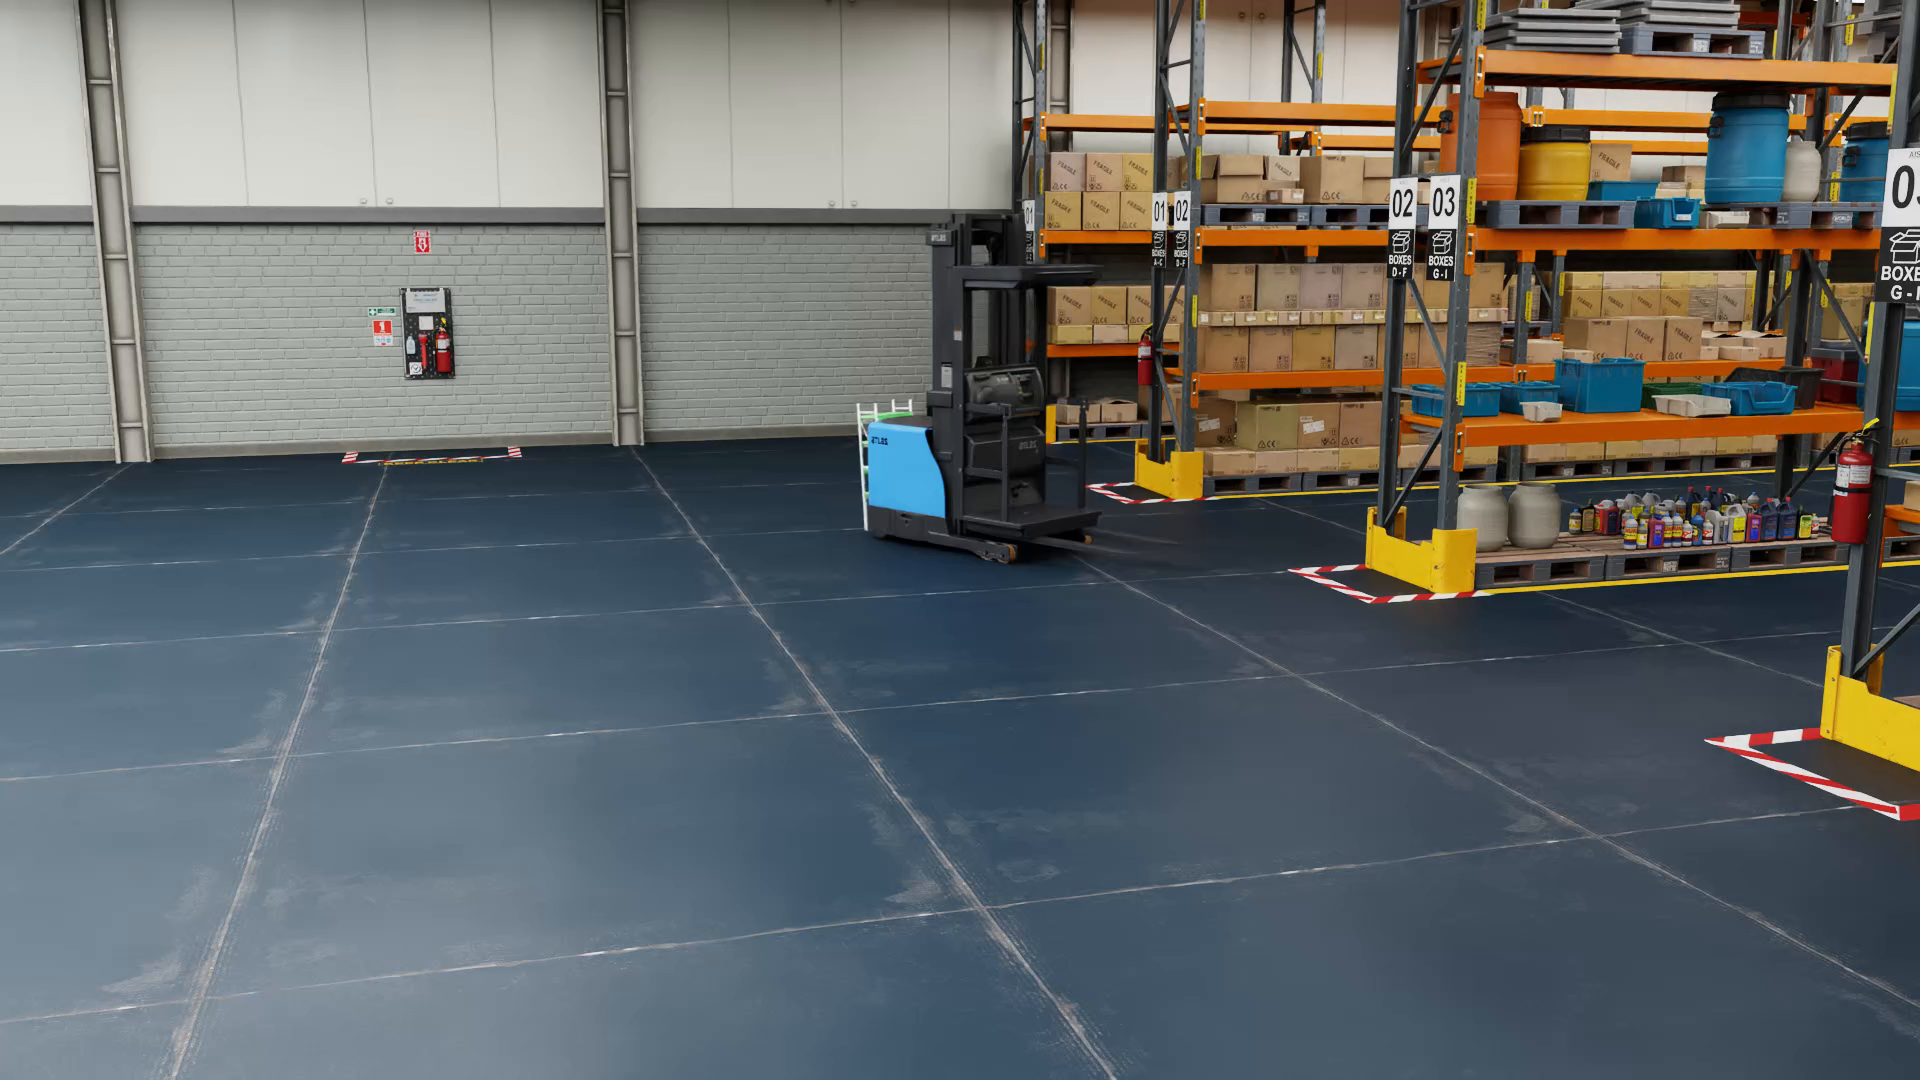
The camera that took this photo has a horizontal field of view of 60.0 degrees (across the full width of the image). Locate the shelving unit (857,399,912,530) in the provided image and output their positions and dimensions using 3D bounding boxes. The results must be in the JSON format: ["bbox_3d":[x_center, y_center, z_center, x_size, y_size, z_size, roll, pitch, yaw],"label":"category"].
[{"bbox_3d":[-0.681,-0.715,15.775,0.258,1.200,0.503,4,10,40],"label":"shelving unit"}]

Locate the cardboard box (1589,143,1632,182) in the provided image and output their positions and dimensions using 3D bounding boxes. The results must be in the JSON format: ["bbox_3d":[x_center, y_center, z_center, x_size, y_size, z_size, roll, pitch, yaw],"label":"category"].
[{"bbox_3d":[7.275,-4.250,18.947,0.500,0.500,0.500,-2,11,-10],"label":"cardboard box"}]

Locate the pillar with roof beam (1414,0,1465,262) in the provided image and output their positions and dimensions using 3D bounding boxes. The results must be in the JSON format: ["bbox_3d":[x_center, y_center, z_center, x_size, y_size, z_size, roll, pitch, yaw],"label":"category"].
[{"bbox_3d":[8.297,-5.566,20.627,0.548,9.000,9.100,-3,11,-16],"label":"pillar with roof beam"}]

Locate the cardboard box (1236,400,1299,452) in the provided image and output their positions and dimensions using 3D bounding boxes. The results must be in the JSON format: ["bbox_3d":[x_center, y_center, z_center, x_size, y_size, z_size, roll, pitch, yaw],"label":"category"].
[{"bbox_3d":[3.347,-1.250,18.120,0.500,0.500,0.500,-3,11,-16],"label":"cardboard box"}]

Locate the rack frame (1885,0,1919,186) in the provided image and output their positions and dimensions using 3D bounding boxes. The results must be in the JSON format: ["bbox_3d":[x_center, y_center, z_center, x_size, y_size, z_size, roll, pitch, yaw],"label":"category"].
[{"bbox_3d":[5.056,-3.241,8.002,0.127,3.000,1.000,-3,11,-16],"label":"rack frame"}]

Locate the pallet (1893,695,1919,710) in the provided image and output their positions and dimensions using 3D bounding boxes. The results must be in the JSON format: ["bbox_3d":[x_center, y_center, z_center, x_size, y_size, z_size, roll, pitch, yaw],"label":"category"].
[{"bbox_3d":[5.919,1.042,9.008,1.213,0.211,1.003,-3,11,-16],"label":"pallet"}]

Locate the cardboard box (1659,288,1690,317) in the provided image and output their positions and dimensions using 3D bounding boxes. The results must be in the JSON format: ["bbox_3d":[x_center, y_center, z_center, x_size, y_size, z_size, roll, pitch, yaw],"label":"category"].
[{"bbox_3d":[10.602,-3.542,25.051,0.500,0.500,0.500,-3,11,-14],"label":"cardboard box"}]

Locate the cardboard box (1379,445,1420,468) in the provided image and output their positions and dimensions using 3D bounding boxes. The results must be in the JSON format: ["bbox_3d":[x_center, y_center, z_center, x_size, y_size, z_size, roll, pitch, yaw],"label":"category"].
[{"bbox_3d":[4.788,-0.957,18.598,0.500,0.250,0.500,-3,11,-16],"label":"cardboard box"}]

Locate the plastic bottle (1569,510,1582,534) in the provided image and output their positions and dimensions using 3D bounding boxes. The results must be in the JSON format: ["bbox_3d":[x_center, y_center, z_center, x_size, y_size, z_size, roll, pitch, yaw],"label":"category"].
[{"bbox_3d":[5.312,-0.161,14.354,0.097,0.201,0.097,0,10,0],"label":"plastic bottle"}]

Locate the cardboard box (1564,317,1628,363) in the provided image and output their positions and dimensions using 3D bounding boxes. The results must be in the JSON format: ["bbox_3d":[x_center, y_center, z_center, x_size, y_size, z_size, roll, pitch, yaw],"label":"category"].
[{"bbox_3d":[7.379,-2.327,19.331,0.500,0.500,0.500,-2,11,-12],"label":"cardboard box"}]

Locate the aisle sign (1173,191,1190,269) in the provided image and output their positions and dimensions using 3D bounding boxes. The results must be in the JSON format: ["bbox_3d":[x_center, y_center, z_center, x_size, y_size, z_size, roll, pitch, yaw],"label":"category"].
[{"bbox_3d":[2.313,-3.235,17.358,0.004,0.787,0.394,-3,11,-16],"label":"aisle sign"}]

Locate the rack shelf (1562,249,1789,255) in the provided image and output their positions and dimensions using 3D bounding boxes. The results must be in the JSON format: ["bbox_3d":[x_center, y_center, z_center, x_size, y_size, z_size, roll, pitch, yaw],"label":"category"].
[{"bbox_3d":[10.504,-4.502,25.119,4.000,0.370,1.077,-3,11,-16],"label":"rack shelf"}]

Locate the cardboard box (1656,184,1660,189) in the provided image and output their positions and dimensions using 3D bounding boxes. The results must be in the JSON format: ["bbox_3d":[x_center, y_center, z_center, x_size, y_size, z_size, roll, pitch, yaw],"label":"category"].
[{"bbox_3d":[10.062,-5.116,24.978,0.500,0.500,0.700,-2,11,-13],"label":"cardboard box"}]

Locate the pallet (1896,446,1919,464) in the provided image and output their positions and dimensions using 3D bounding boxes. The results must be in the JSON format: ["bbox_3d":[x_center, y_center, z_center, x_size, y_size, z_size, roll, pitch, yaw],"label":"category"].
[{"bbox_3d":[11.868,-1.139,20.853,1.213,0.211,1.003,-3,11,-16],"label":"pallet"}]

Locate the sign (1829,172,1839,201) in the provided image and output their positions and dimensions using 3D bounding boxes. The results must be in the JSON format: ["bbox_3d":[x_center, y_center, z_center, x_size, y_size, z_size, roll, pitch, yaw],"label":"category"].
[{"bbox_3d":[10.119,-4.089,19.248,0.005,0.325,0.100,-3,11,-16],"label":"sign"}]

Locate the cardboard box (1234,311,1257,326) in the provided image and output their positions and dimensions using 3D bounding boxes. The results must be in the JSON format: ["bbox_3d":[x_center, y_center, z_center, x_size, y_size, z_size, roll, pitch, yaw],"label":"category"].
[{"bbox_3d":[2.980,-2.378,17.812,0.250,0.149,0.380,-3,11,-17],"label":"cardboard box"}]

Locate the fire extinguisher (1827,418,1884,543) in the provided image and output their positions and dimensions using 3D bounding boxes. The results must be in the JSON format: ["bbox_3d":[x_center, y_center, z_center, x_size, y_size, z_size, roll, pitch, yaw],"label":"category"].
[{"bbox_3d":[4.817,-0.327,8.956,0.183,0.674,0.296,-3,11,-16],"label":"fire extinguisher"}]

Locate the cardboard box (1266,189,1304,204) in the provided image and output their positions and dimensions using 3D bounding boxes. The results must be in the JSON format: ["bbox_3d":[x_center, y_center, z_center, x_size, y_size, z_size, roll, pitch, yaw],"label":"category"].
[{"bbox_3d":[3.470,-3.669,17.758,0.250,0.149,0.380,-3,11,-16],"label":"cardboard box"}]

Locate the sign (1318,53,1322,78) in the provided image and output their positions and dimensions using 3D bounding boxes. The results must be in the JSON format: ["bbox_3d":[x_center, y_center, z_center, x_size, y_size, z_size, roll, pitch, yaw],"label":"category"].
[{"bbox_3d":[4.877,-6.430,22.524,0.005,0.325,0.100,-3,11,-16],"label":"sign"}]

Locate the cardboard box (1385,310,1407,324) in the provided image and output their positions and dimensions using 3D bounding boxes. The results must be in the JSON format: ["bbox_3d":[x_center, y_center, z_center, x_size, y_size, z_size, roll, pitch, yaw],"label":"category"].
[{"bbox_3d":[4.710,-2.469,18.308,0.250,0.149,0.380,-3,11,-14],"label":"cardboard box"}]

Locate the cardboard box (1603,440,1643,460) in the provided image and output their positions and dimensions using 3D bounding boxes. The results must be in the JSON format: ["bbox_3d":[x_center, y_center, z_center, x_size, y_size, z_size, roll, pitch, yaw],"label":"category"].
[{"bbox_3d":[7.575,-1.099,19.372,0.500,0.250,0.500,-3,11,-18],"label":"cardboard box"}]

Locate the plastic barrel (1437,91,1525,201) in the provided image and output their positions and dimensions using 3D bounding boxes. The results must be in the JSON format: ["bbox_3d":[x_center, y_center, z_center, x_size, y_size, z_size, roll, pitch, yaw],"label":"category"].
[{"bbox_3d":[4.103,-3.092,13.127,0.708,0.830,0.600,-3,11,-16],"label":"plastic barrel"}]

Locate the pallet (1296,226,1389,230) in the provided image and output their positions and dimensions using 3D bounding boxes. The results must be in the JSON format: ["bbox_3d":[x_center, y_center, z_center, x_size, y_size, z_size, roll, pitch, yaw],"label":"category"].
[{"bbox_3d":[5.366,-4.472,23.491,1.003,0.211,1.213,-3,11,-16],"label":"pallet"}]

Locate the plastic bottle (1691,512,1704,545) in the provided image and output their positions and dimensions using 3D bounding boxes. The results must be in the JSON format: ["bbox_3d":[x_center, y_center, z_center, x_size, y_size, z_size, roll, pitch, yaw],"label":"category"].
[{"bbox_3d":[6.119,-0.097,13.811,0.097,0.271,0.097,0,10,0],"label":"plastic bottle"}]

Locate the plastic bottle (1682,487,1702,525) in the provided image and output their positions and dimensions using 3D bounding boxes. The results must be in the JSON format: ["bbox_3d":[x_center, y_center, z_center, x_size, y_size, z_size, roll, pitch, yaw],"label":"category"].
[{"bbox_3d":[6.440,-0.290,14.640,0.185,0.351,0.144,-4,11,-18],"label":"plastic bottle"}]

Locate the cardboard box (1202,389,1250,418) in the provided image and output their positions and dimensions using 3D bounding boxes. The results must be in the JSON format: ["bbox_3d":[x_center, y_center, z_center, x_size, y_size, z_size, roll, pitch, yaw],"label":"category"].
[{"bbox_3d":[3.758,-2.004,23.540,0.500,0.500,0.500,-4,11,-20],"label":"cardboard box"}]

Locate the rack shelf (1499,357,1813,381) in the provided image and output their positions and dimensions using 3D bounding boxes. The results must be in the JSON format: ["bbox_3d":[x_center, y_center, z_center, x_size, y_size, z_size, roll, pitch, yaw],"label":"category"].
[{"bbox_3d":[8.052,-1.963,19.615,4.000,0.370,1.077,-3,11,-16],"label":"rack shelf"}]

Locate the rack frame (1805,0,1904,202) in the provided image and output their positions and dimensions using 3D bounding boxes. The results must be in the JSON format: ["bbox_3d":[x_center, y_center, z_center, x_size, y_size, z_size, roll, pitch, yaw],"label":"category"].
[{"bbox_3d":[7.512,-4.305,13.778,0.127,3.000,1.000,-3,11,-16],"label":"rack frame"}]

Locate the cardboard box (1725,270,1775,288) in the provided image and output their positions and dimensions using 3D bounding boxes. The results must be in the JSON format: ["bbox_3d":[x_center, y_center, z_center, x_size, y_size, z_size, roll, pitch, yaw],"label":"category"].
[{"bbox_3d":[12.047,-3.987,25.400,0.500,0.250,0.500,-3,11,-15],"label":"cardboard box"}]

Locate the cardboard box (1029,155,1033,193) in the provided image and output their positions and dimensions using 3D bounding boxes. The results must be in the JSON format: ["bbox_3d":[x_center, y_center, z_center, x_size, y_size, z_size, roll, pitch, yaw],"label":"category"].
[{"bbox_3d":[1.243,-4.967,22.569,0.500,0.500,0.500,-3,11,-13],"label":"cardboard box"}]

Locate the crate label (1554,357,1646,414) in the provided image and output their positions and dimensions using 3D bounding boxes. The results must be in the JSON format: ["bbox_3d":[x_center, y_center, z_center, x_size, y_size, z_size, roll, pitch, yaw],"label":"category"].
[{"bbox_3d":[5.363,-1.309,13.980,0.616,0.435,0.502,-3,11,-16],"label":"crate label"}]

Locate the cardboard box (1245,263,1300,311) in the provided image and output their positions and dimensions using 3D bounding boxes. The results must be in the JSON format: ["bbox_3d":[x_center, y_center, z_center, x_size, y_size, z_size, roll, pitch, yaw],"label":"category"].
[{"bbox_3d":[3.297,-2.752,18.054,0.500,0.500,0.700,-3,11,-17],"label":"cardboard box"}]

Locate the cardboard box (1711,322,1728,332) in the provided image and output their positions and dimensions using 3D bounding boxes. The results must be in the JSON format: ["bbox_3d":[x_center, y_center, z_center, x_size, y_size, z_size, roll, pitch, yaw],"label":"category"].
[{"bbox_3d":[11.444,-3.256,25.288,0.250,0.149,0.380,-3,11,-16],"label":"cardboard box"}]

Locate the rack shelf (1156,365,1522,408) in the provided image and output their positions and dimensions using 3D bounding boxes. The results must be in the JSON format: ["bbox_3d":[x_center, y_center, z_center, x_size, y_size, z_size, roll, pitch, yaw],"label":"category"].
[{"bbox_3d":[4.211,-1.761,18.515,4.000,0.370,1.077,-3,11,-16],"label":"rack shelf"}]

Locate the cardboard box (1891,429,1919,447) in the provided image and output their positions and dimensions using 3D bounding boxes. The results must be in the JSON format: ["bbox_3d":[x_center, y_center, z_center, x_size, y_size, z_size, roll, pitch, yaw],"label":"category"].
[{"bbox_3d":[11.473,-1.430,20.424,0.500,0.500,0.500,-3,11,-17],"label":"cardboard box"}]

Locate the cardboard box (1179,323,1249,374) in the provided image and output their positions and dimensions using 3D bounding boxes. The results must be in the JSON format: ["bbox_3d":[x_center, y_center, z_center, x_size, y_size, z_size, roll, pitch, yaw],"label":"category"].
[{"bbox_3d":[2.742,-2.084,18.008,0.500,0.500,0.700,-3,11,-16],"label":"cardboard box"}]

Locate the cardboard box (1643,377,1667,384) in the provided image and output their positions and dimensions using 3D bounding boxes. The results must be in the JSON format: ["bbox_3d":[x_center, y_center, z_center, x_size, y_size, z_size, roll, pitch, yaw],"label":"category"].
[{"bbox_3d":[10.169,-2.486,25.246,0.750,0.750,0.750,-3,11,-16],"label":"cardboard box"}]

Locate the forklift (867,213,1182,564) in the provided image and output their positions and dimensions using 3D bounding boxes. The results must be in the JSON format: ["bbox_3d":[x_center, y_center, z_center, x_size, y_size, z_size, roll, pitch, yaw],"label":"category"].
[{"bbox_3d":[0.546,-1.341,14.439,3.031,2.935,1.130,10,15,44],"label":"forklift"}]

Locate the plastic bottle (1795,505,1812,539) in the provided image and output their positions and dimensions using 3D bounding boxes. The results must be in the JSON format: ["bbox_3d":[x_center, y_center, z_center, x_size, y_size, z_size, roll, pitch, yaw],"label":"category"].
[{"bbox_3d":[7.142,-0.153,14.084,0.133,0.283,0.061,-2,11,-13],"label":"plastic bottle"}]

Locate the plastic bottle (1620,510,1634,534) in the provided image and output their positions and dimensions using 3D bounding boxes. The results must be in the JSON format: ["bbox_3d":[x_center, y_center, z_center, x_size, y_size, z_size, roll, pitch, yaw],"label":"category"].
[{"bbox_3d":[5.748,-0.155,14.323,0.097,0.201,0.097,0,10,0],"label":"plastic bottle"}]

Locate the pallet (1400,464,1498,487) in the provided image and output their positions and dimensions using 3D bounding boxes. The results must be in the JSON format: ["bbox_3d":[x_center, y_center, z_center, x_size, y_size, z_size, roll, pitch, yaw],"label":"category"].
[{"bbox_3d":[5.356,-0.811,19.073,1.213,0.211,1.003,-3,11,-16],"label":"pallet"}]

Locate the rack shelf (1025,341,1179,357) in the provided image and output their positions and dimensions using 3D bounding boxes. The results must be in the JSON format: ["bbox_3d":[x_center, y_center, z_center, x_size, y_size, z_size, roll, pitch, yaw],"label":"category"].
[{"bbox_3d":[2.823,-2.621,23.192,4.000,0.370,1.077,-3,11,-16],"label":"rack shelf"}]

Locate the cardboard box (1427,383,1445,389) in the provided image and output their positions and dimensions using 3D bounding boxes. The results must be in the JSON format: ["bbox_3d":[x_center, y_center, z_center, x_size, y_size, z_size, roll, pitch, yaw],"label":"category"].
[{"bbox_3d":[6.911,-2.185,24.520,0.500,0.500,0.700,-3,11,-16],"label":"cardboard box"}]

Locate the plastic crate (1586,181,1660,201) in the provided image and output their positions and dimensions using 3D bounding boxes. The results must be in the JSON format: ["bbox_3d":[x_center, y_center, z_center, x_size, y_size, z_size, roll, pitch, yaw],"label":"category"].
[{"bbox_3d":[5.418,-2.768,13.760,0.575,0.384,0.392,-3,11,-16],"label":"plastic crate"}]

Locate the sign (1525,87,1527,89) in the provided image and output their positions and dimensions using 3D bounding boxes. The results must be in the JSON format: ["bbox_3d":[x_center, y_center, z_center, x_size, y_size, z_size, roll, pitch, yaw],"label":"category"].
[{"bbox_3d":[8.425,-6.863,24.657,0.005,0.325,0.100,-3,11,-16],"label":"sign"}]

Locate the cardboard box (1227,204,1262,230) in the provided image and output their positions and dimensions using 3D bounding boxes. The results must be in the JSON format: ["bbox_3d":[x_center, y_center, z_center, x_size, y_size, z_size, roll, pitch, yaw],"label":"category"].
[{"bbox_3d":[3.838,-4.519,22.895,0.500,0.500,0.500,-4,11,-21],"label":"cardboard box"}]

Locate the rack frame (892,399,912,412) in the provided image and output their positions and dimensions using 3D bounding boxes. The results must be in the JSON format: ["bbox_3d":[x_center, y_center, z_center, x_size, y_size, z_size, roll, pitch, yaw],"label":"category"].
[{"bbox_3d":[-0.525,-0.749,15.960,0.240,1.200,0.015,4,10,40],"label":"rack frame"}]

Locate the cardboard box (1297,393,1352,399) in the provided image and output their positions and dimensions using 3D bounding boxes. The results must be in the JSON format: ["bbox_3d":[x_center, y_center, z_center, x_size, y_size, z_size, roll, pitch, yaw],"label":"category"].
[{"bbox_3d":[4.159,-1.393,18.897,0.500,0.500,0.500,-3,11,-16],"label":"cardboard box"}]

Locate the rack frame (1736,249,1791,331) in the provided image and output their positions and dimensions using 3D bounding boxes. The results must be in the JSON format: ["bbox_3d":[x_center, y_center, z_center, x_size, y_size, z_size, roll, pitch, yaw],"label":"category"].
[{"bbox_3d":[12.424,-3.481,25.876,0.127,3.000,1.000,-3,11,-16],"label":"rack frame"}]

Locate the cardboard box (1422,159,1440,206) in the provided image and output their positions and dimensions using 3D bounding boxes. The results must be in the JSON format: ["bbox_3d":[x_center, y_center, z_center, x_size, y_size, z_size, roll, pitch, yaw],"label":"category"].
[{"bbox_3d":[5.574,-4.036,18.779,0.500,0.500,0.500,-2,11,-11],"label":"cardboard box"}]

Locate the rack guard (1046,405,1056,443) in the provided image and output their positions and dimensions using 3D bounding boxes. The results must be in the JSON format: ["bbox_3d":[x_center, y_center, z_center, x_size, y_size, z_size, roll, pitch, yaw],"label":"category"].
[{"bbox_3d":[0.975,-1.649,22.824,0.348,0.500,1.175,-3,11,-16],"label":"rack guard"}]
